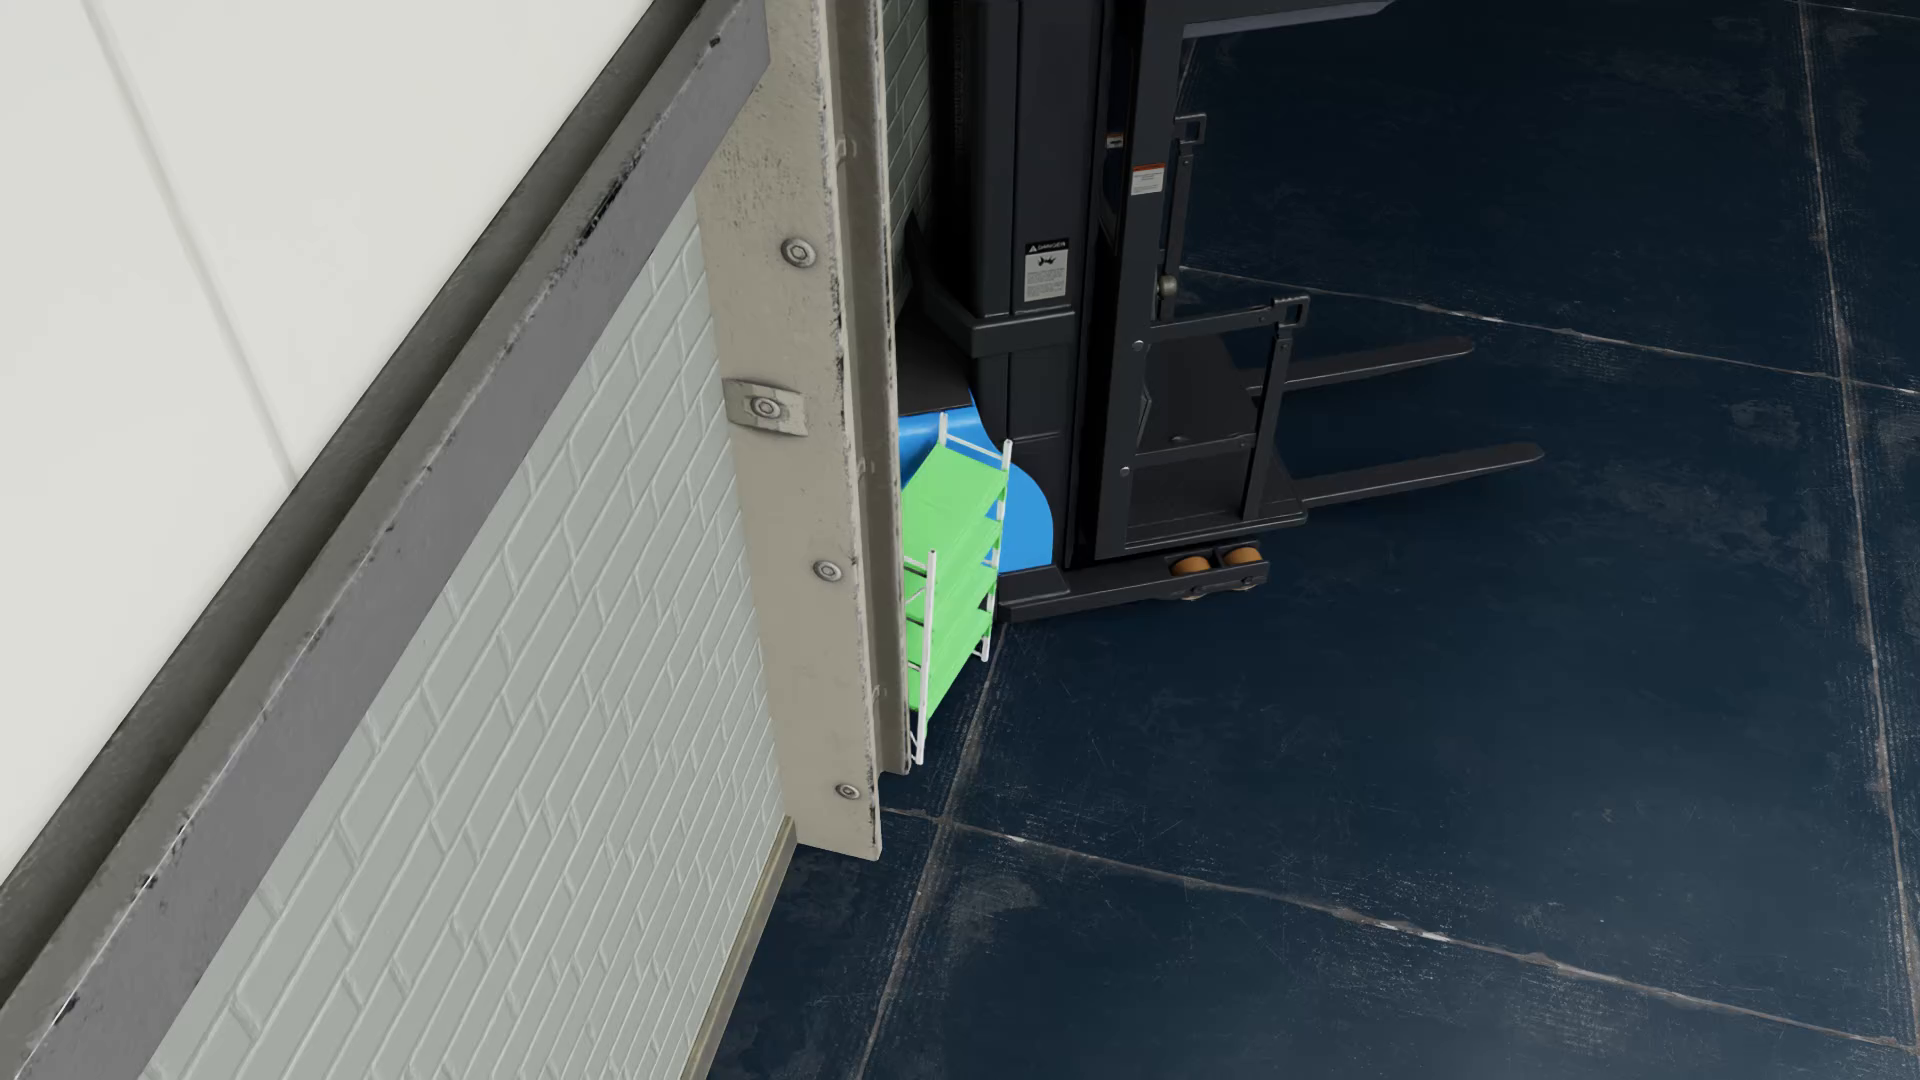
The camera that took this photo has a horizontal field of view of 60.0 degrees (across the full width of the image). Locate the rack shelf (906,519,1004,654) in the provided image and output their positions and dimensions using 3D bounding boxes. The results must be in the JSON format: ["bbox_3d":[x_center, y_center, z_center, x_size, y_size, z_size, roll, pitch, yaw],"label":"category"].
[{"bbox_3d":[-0.086,0.094,5.213,0.258,0.148,0.480,23,53,15],"label":"rack shelf"}]

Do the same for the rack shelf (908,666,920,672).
[{"bbox_3d":[-0.097,0.228,5.376,0.199,0.029,0.442,23,53,15],"label":"rack shelf"}]

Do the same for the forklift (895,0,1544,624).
[{"bbox_3d":[0.644,-1.131,5.293,3.031,2.935,1.130,-10,49,-9],"label":"forklift"}]

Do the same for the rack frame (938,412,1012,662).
[{"bbox_3d":[0.017,0.042,5.491,0.240,1.200,0.015,23,53,15],"label":"rack frame"}]

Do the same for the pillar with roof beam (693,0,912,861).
[{"bbox_3d":[3.791,-1.270,1.369,9.100,9.000,0.400,12,50,10],"label":"pillar with roof beam"}]

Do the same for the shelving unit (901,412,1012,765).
[{"bbox_3d":[-0.095,0.206,5.349,0.258,1.200,0.503,23,53,15],"label":"shelving unit"}]

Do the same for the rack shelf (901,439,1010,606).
[{"bbox_3d":[-0.073,-0.058,5.027,0.258,0.148,0.480,23,53,15],"label":"rack shelf"}]

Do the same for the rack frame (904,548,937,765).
[{"bbox_3d":[-0.206,0.370,5.207,0.240,1.200,0.015,23,53,15],"label":"rack frame"}]

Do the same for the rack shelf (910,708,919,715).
[{"bbox_3d":[-0.109,0.380,5.561,0.199,0.029,0.442,23,53,15],"label":"rack shelf"}]
